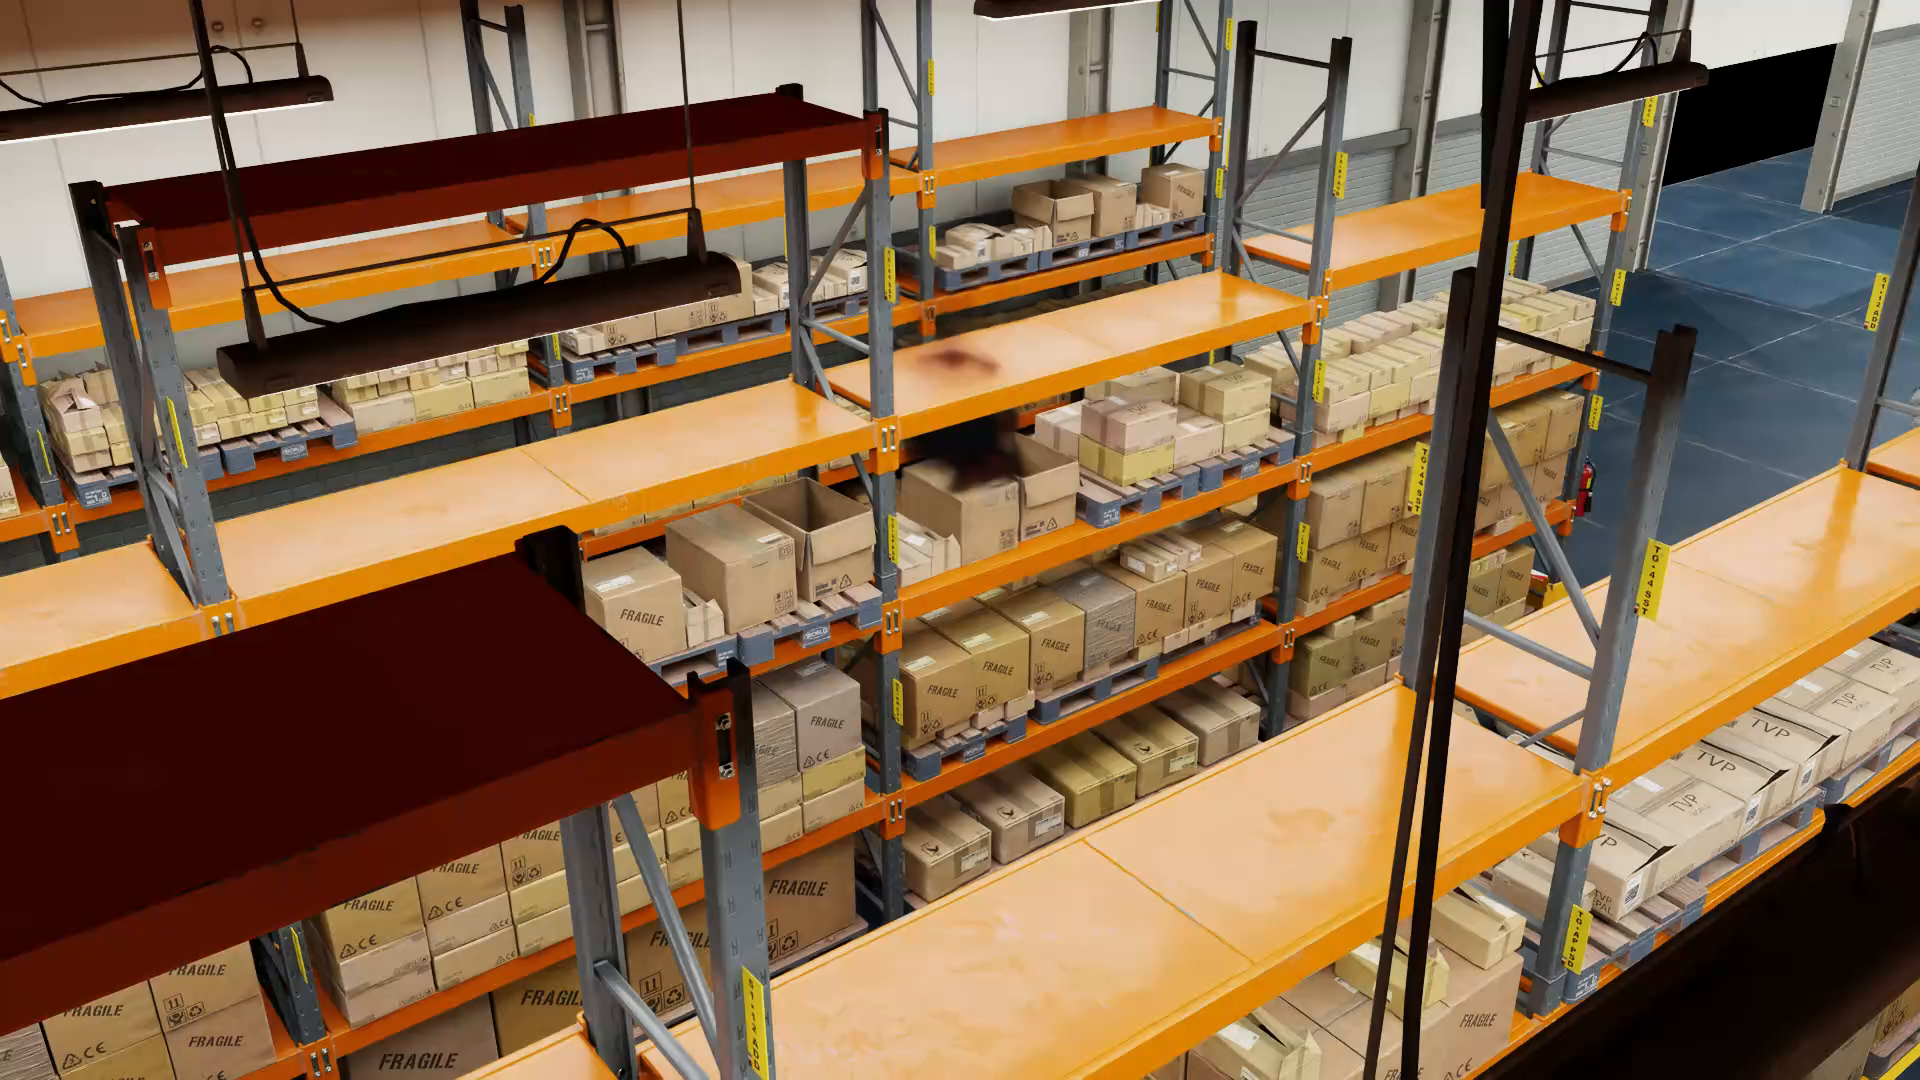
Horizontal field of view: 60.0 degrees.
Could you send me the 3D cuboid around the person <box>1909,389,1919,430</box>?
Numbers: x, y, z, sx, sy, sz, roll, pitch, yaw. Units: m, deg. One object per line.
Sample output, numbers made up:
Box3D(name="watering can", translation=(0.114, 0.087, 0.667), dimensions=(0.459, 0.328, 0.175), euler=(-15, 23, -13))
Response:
Box3D(name="person", translation=(10.801, -1.170, 18.560), dimensions=(0.552, 1.697, 0.895), euler=(2, 26, 5))
